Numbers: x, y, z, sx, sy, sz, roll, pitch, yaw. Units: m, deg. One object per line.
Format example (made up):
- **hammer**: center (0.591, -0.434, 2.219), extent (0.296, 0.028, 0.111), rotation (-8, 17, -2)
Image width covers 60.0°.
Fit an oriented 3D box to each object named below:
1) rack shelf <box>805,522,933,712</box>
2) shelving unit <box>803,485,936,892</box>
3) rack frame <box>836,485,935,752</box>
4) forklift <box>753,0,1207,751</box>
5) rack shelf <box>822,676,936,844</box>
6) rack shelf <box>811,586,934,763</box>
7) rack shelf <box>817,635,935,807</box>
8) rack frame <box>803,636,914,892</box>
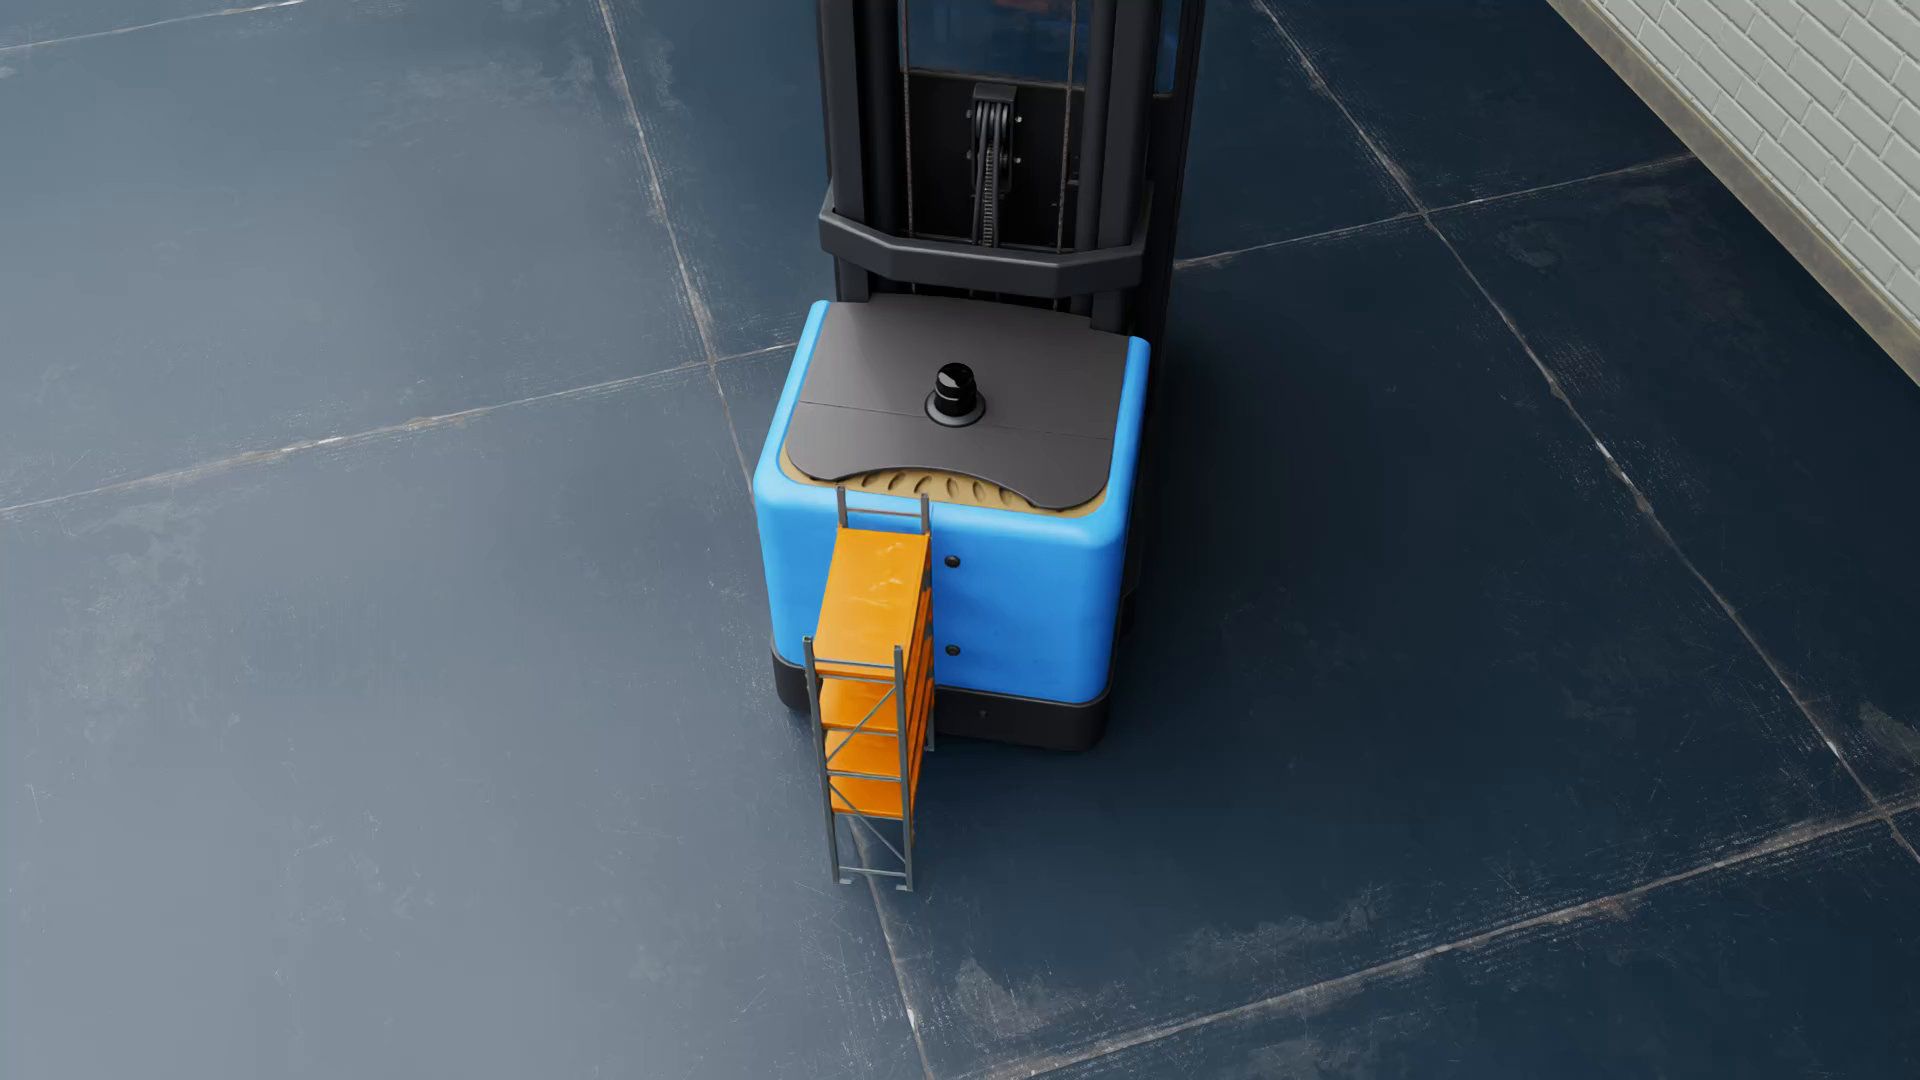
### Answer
- **rack shelf**: center (-0.228, 0.193, 4.287), extent (0.258, 0.148, 0.480), rotation (5, 50, 4)
- **shelving unit**: center (-0.227, 0.446, 4.588), extent (0.258, 1.200, 0.503), rotation (5, 50, 4)
- **rack frame**: center (-0.198, 0.260, 4.744), extent (0.240, 1.200, 0.015), rotation (5, 50, 4)
- **forklift**: center (0.176, -1.445, 5.051), extent (1.130, 2.935, 3.031), rotation (7, 50, 6)
- **rack shelf**: center (-0.226, 0.616, 4.792), extent (0.258, 0.148, 0.480), rotation (5, 50, 4)
- **rack shelf**: center (-0.227, 0.345, 4.468), extent (0.258, 0.148, 0.480), rotation (5, 50, 4)
- **rack shelf**: center (-0.227, 0.489, 4.640), extent (0.258, 0.148, 0.480), rotation (5, 50, 4)
- **rack frame**: center (-0.256, 0.631, 4.433), extent (0.240, 1.200, 0.015), rotation (5, 50, 4)
